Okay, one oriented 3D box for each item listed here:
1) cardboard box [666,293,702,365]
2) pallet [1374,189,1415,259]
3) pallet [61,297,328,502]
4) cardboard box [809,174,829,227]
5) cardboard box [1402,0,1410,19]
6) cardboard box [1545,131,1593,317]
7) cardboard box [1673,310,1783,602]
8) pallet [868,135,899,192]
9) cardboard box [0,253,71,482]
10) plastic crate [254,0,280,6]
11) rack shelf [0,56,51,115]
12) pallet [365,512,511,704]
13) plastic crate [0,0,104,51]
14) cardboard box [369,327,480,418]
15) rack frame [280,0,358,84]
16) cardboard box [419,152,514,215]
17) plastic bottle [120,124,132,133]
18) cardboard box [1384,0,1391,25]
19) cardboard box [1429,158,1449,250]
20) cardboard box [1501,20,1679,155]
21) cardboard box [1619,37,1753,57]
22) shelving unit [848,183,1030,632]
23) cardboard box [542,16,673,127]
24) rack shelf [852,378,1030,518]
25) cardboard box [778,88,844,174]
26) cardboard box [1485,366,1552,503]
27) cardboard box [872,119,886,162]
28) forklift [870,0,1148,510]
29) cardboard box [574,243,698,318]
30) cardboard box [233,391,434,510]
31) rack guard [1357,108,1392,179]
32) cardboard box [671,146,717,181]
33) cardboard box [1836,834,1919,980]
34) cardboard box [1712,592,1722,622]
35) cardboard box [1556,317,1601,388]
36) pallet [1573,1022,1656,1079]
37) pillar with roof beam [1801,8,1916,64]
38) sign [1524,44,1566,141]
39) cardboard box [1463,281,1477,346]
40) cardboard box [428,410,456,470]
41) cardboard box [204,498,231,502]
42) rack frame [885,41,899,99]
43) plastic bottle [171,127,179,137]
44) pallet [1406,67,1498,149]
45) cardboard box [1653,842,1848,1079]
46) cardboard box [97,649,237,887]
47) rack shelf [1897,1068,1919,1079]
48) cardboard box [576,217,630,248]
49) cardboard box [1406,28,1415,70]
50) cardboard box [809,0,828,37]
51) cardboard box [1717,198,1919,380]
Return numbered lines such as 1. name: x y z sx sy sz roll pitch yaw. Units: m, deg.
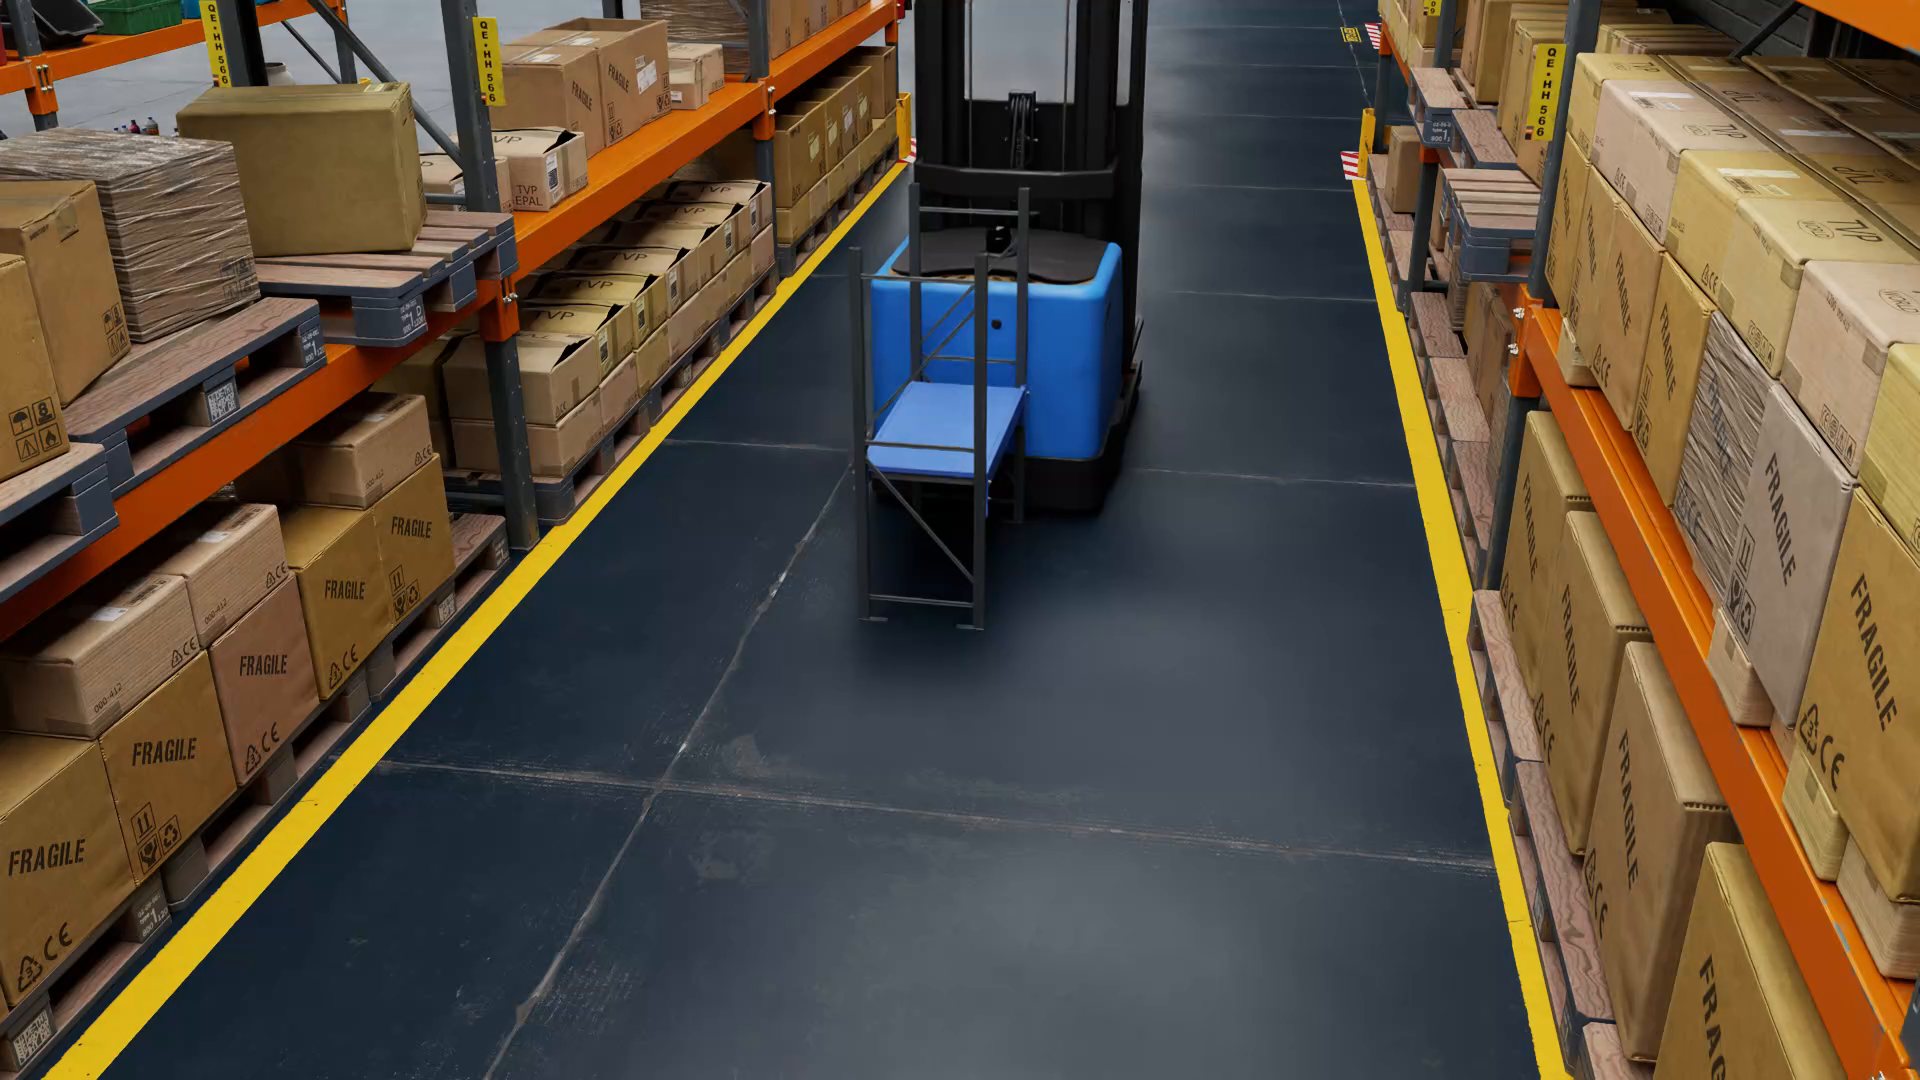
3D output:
1. cardboard box: -1.709 -1.148 8.912 0.500 0.250 0.500 5 25 10
2. pallet: 3.484 -2.225 11.755 1.003 0.211 1.213 4 25 9
3. pallet: -2.642 -0.461 4.923 1.003 0.211 1.213 4 25 9
4. cardboard box: -1.214 -2.361 11.505 0.500 0.250 0.500 4 25 9
5. cardboard box: 3.153 -3.612 10.697 0.500 0.500 0.500 3 25 7
6. cardboard box: 2.227 -1.024 5.407 0.500 0.500 0.500 5 26 10
7. cardboard box: 1.896 -0.170 3.583 0.500 0.500 0.500 4 25 9
8. pallet: -1.105 -3.122 13.671 1.003 0.211 1.213 4 25 9
9. cardboard box: -2.635 -0.399 3.951 0.700 0.500 0.500 8 26 17
10. plastic crate: -5.806 -4.484 13.466 0.499 0.251 0.408 4 25 9
11. rack shelf: -6.889 -2.217 9.297 1.077 0.370 4.000 4 25 9
12. pallet: -2.489 0.211 6.551 1.003 0.211 1.213 4 25 9
13. plastic crate: -6.351 -3.562 11.394 0.767 0.338 0.504 4 25 9
14. cardboard box: -2.487 -0.797 7.501 0.500 0.311 0.500 5 25 10
15. rack frame: -5.908 -5.052 14.506 1.000 3.000 0.127 4 25 9
16. cardboard box: -2.227 -1.471 6.959 0.500 0.311 0.500 6 26 12
17. plastic bottle: -6.568 -3.136 13.111 0.097 0.271 0.097 0 25 0
18. cardboard box: 3.402 -3.907 12.212 0.500 0.250 0.500 3 25 7
19. cardboard box: 3.342 -2.197 10.835 0.500 0.500 0.500 2 25 5
20. cardboard box: 2.807 -1.985 7.315 0.700 0.500 0.500 4 25 9
21. cardboard box: 2.585 -1.705 5.952 0.380 0.149 0.250 1 25 2
22. shelving unit: -0.057 -0.559 6.674 0.538 1.500 1.048 5 25 10
23. cardboard box: -1.903 -2.540 9.019 0.500 0.500 0.500 6 26 12
24. rack shelf: -0.057 -0.396 6.750 0.538 0.185 1.000 5 25 10
25. cardboard box: -1.128 -2.910 11.792 0.500 0.500 0.500 4 25 9
26. cardboard box: 2.625 -0.392 6.979 0.700 0.500 0.500 4 25 9
27. cardboard box: -0.888 -3.198 13.292 0.500 0.250 0.500 4 25 9
28. forklift: 0.373 -2.058 8.190 1.130 2.935 3.031 5 25 10
29. cardboard box: -1.707 -1.408 8.806 0.500 0.311 0.500 4 25 8
30. cardboard box: -2.256 -0.337 5.977 0.500 0.250 0.500 5 26 11
31. rack guard: 3.853 -3.202 13.501 1.175 0.500 0.348 4 25 9
32. cardboard box: -1.722 -2.737 11.422 0.500 0.500 0.500 4 25 9
33. cardboard box: 1.681 0.596 2.710 0.380 0.149 0.250 4 25 9
34. cardboard box: 1.876 0.172 3.617 0.380 0.149 0.250 4 25 9
35. cardboard box: 2.099 -0.584 5.232 0.380 0.149 0.250 5 26 10
36. pallet: 1.956 1.588 3.609 1.003 0.211 1.213 4 25 9
37. pillar with roof beam: -0.623 -4.519 6.290 9.100 9.000 0.400 4 25 9
38. sign: 2.022 -1.542 5.734 0.100 0.325 0.005 4 25 9
39. cardboard box: 3.073 -1.232 8.773 0.700 0.500 0.500 4 25 7
40. cardboard box: -2.484 -0.544 7.621 0.500 0.250 0.500 5 25 10
41. cardboard box: -2.853 0.170 5.777 0.500 0.500 0.500 4 25 8
42. rack frame: -1.022 -4.708 13.769 1.000 3.000 0.127 4 25 9
43. plastic bottle: -5.920 -2.945 12.608 0.144 0.351 0.185 4 25 8
44. pallet: 2.944 -2.297 8.845 1.003 0.211 1.213 4 25 9
45. cardboard box: 1.883 1.155 3.284 0.750 0.750 0.750 4 25 9
46. cardboard box: -2.498 0.626 4.804 0.500 0.500 0.500 4 25 9
47. rack shelf: 1.578 1.815 0.683 1.077 0.370 4.000 4 25 9
48. cardboard box: -2.159 -1.652 9.329 0.500 0.311 0.500 3 25 7
49. cardboard box: 3.080 -3.061 10.405 0.500 0.250 0.500 4 25 9
50. cardboard box: -1.361 -3.911 11.949 0.700 0.500 0.500 5 26 10
51. cardboard box: 1.905 -0.516 3.436 0.500 0.250 0.500 5 25 10
